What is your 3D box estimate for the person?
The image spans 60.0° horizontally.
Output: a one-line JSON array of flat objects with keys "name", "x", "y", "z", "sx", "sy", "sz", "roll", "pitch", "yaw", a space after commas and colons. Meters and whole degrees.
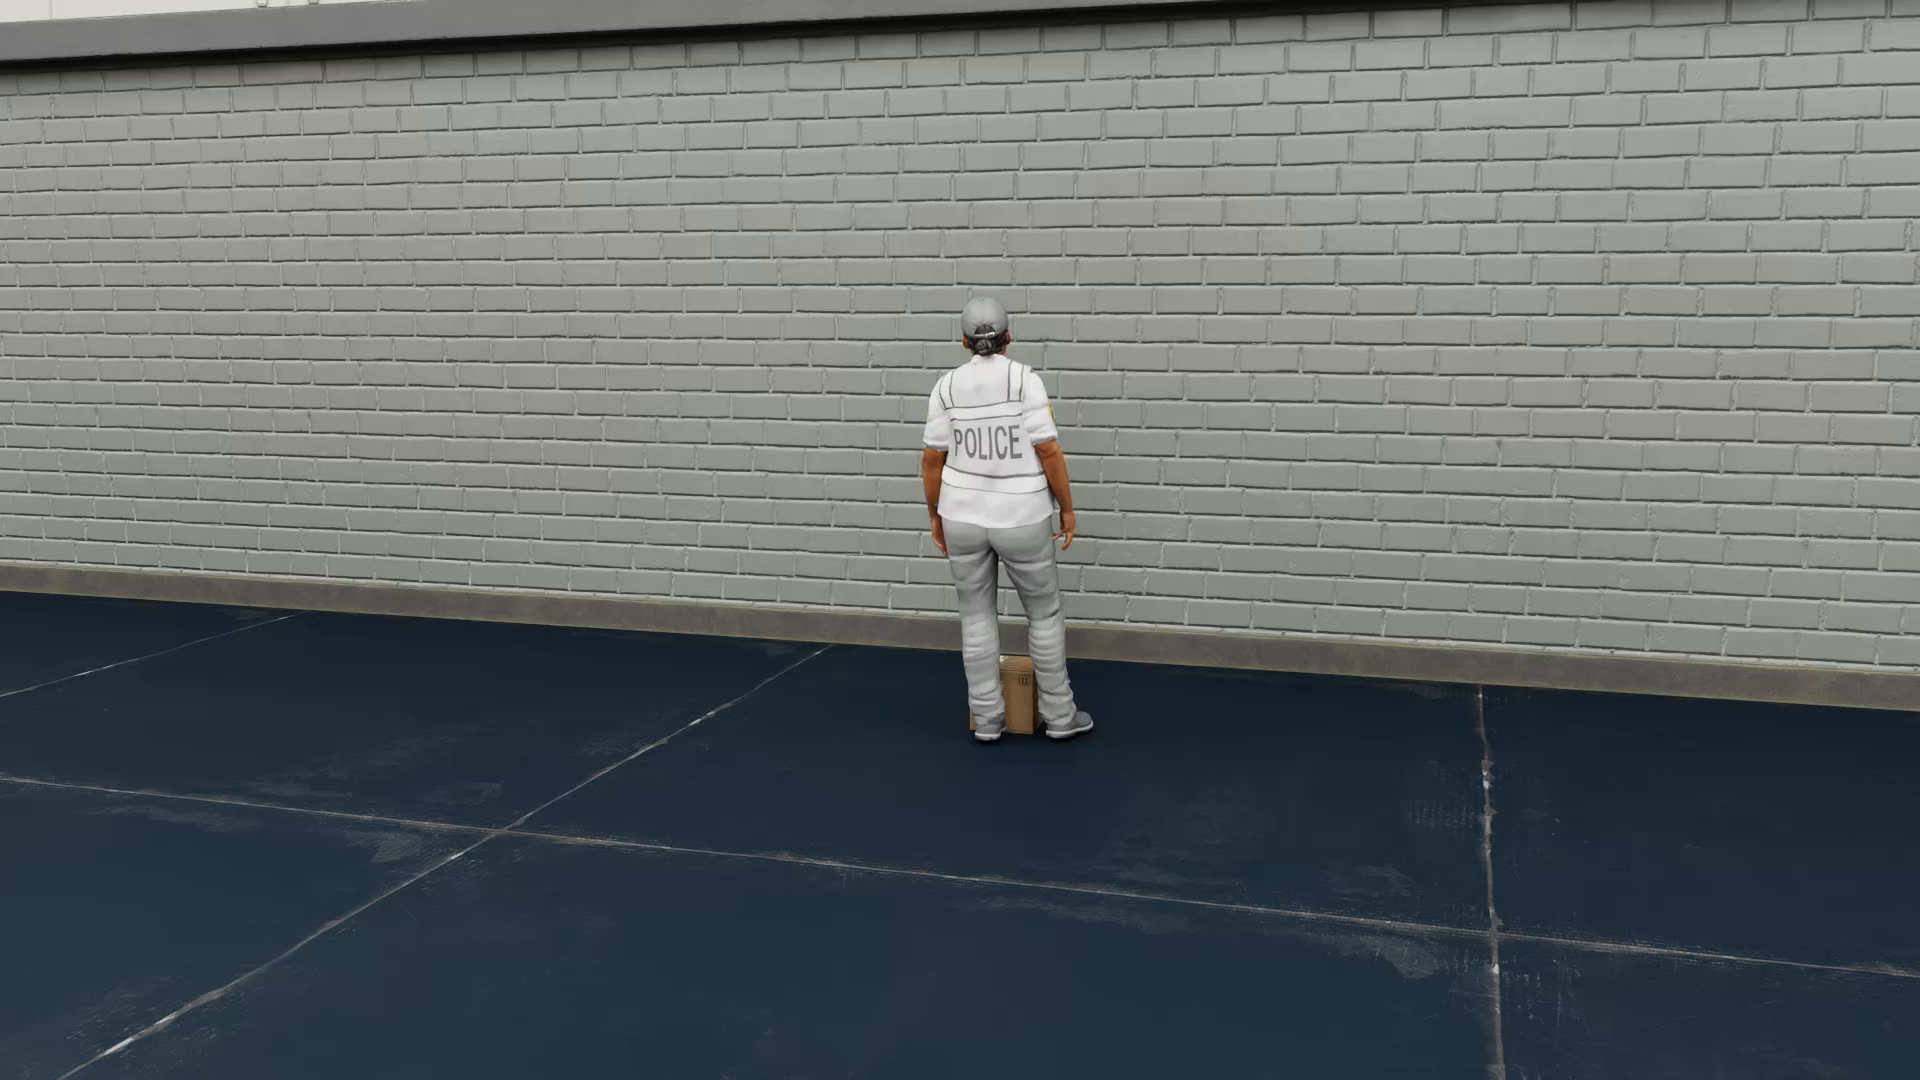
[{"name": "person", "x": 0.179, "y": -0.074, "z": 6.259, "sx": 0.598, "sy": 1.670, "sz": 0.529, "roll": 2, "pitch": 9, "yaw": 16}]
